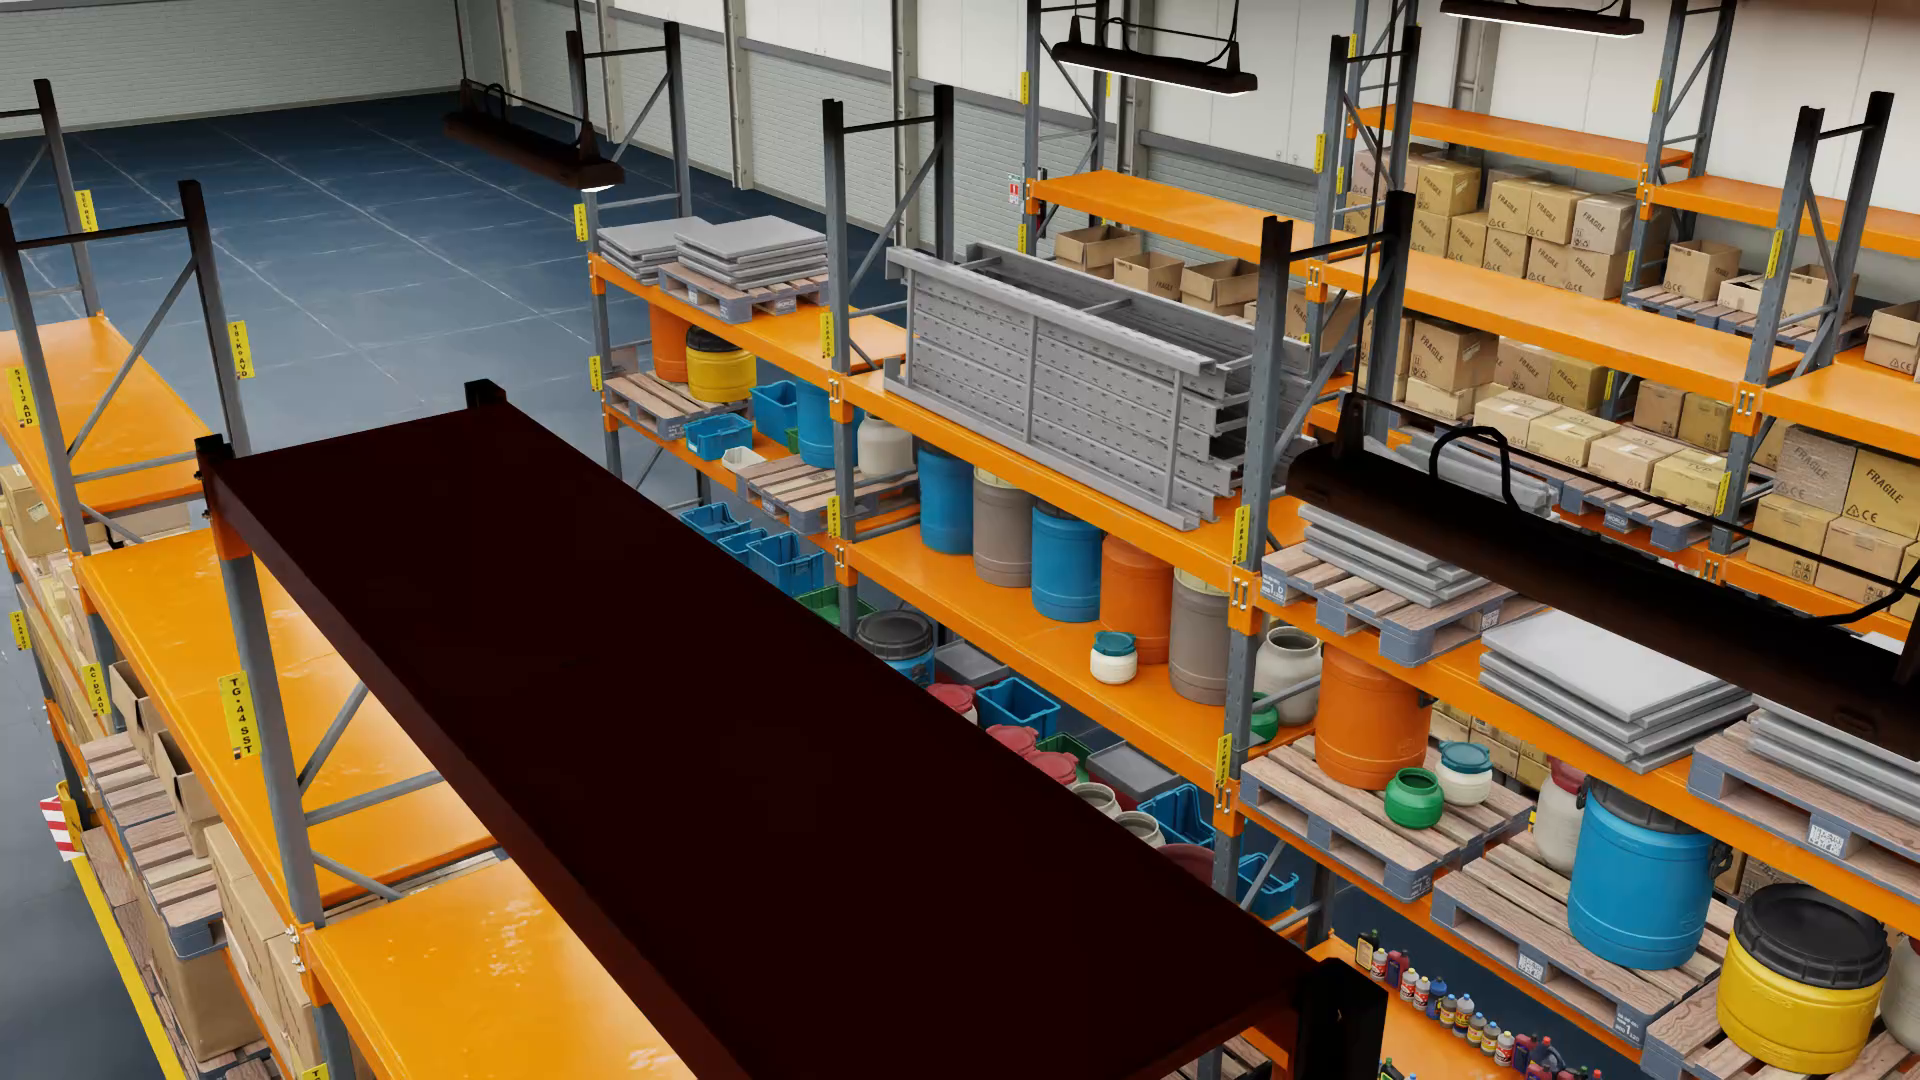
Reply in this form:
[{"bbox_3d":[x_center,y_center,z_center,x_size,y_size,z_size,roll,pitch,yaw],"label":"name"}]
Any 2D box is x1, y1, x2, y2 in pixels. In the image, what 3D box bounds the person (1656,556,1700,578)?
[{"bbox_3d":[6.524,0.668,15.416,0.582,1.779,0.546,-9,26,-19],"label":"person"}]
